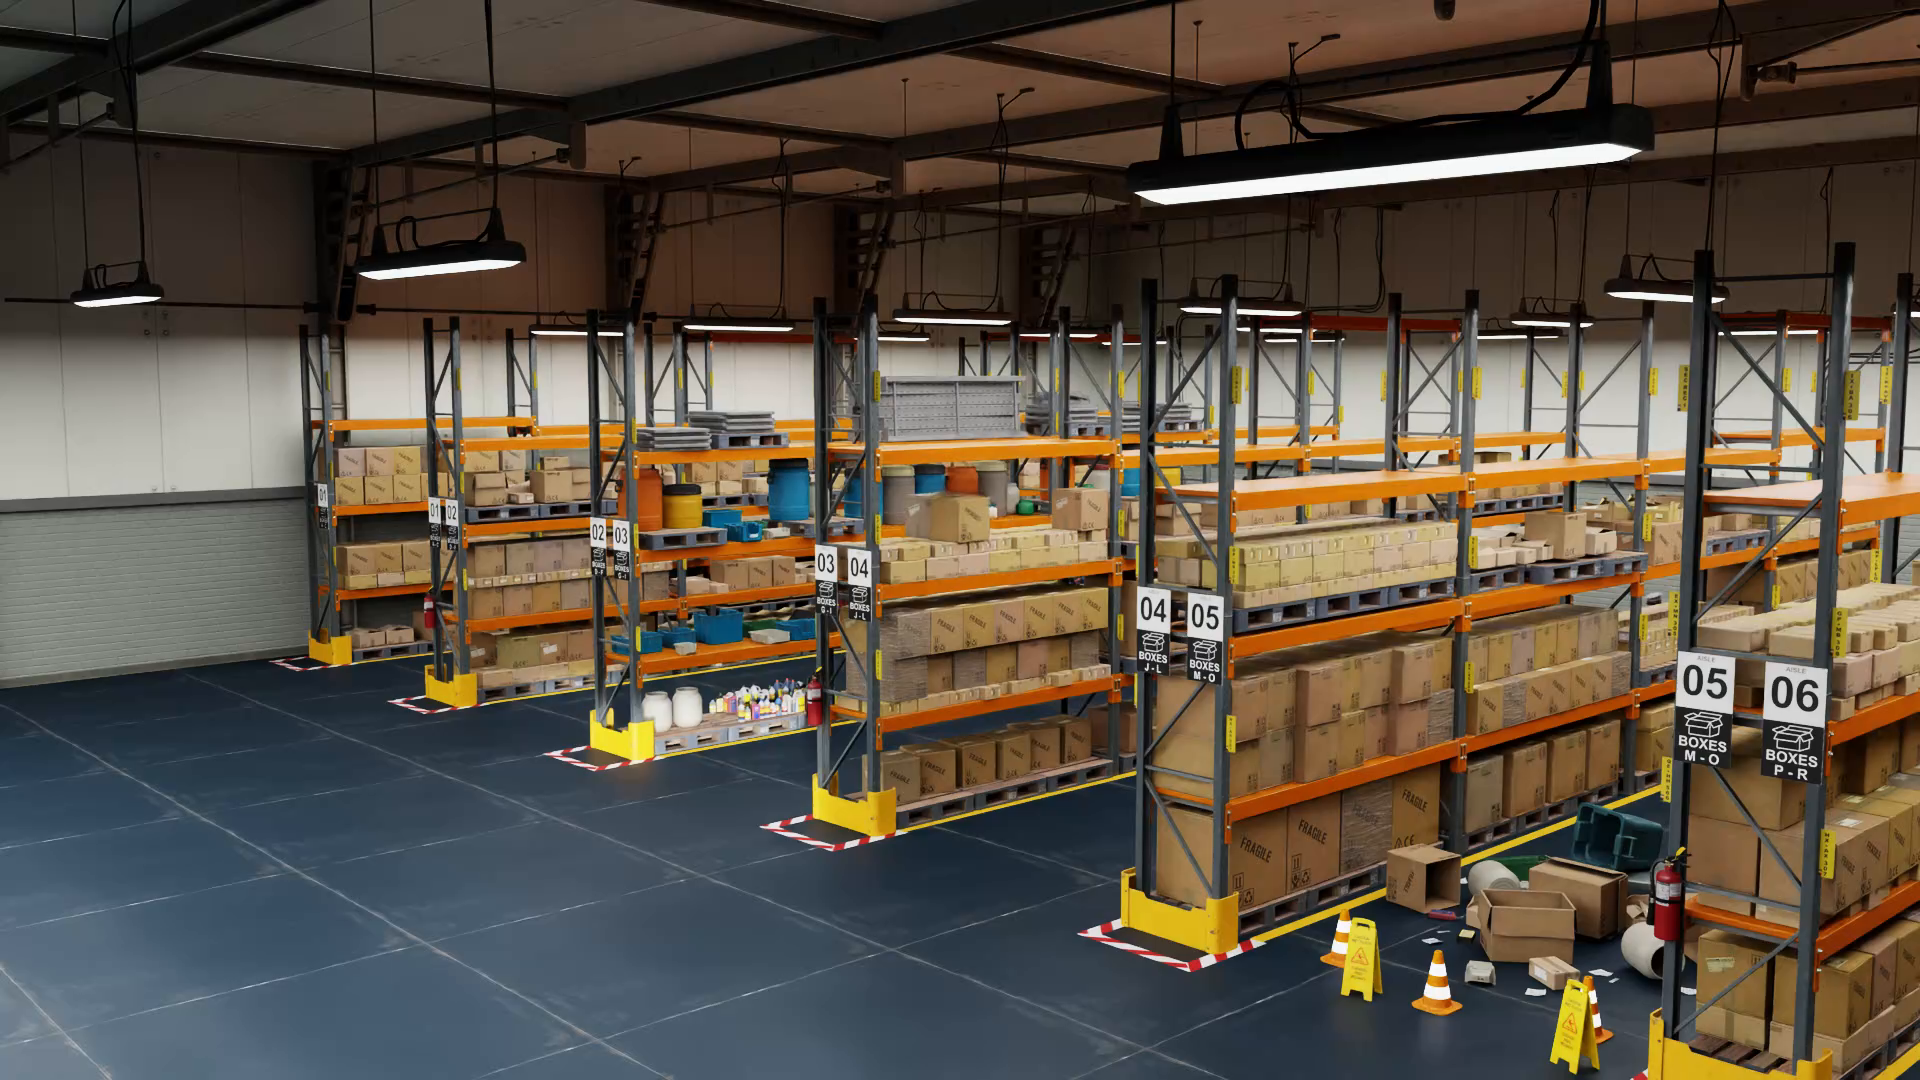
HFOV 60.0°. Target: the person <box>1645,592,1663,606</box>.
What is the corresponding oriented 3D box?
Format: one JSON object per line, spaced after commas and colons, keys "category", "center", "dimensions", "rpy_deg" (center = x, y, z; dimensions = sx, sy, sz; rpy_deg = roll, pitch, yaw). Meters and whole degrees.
{"category": "person", "center": [10.934, 1.661, 26.366], "dimensions": [0.448, 1.687, 0.485], "rpy_deg": [0, 6, -3]}
